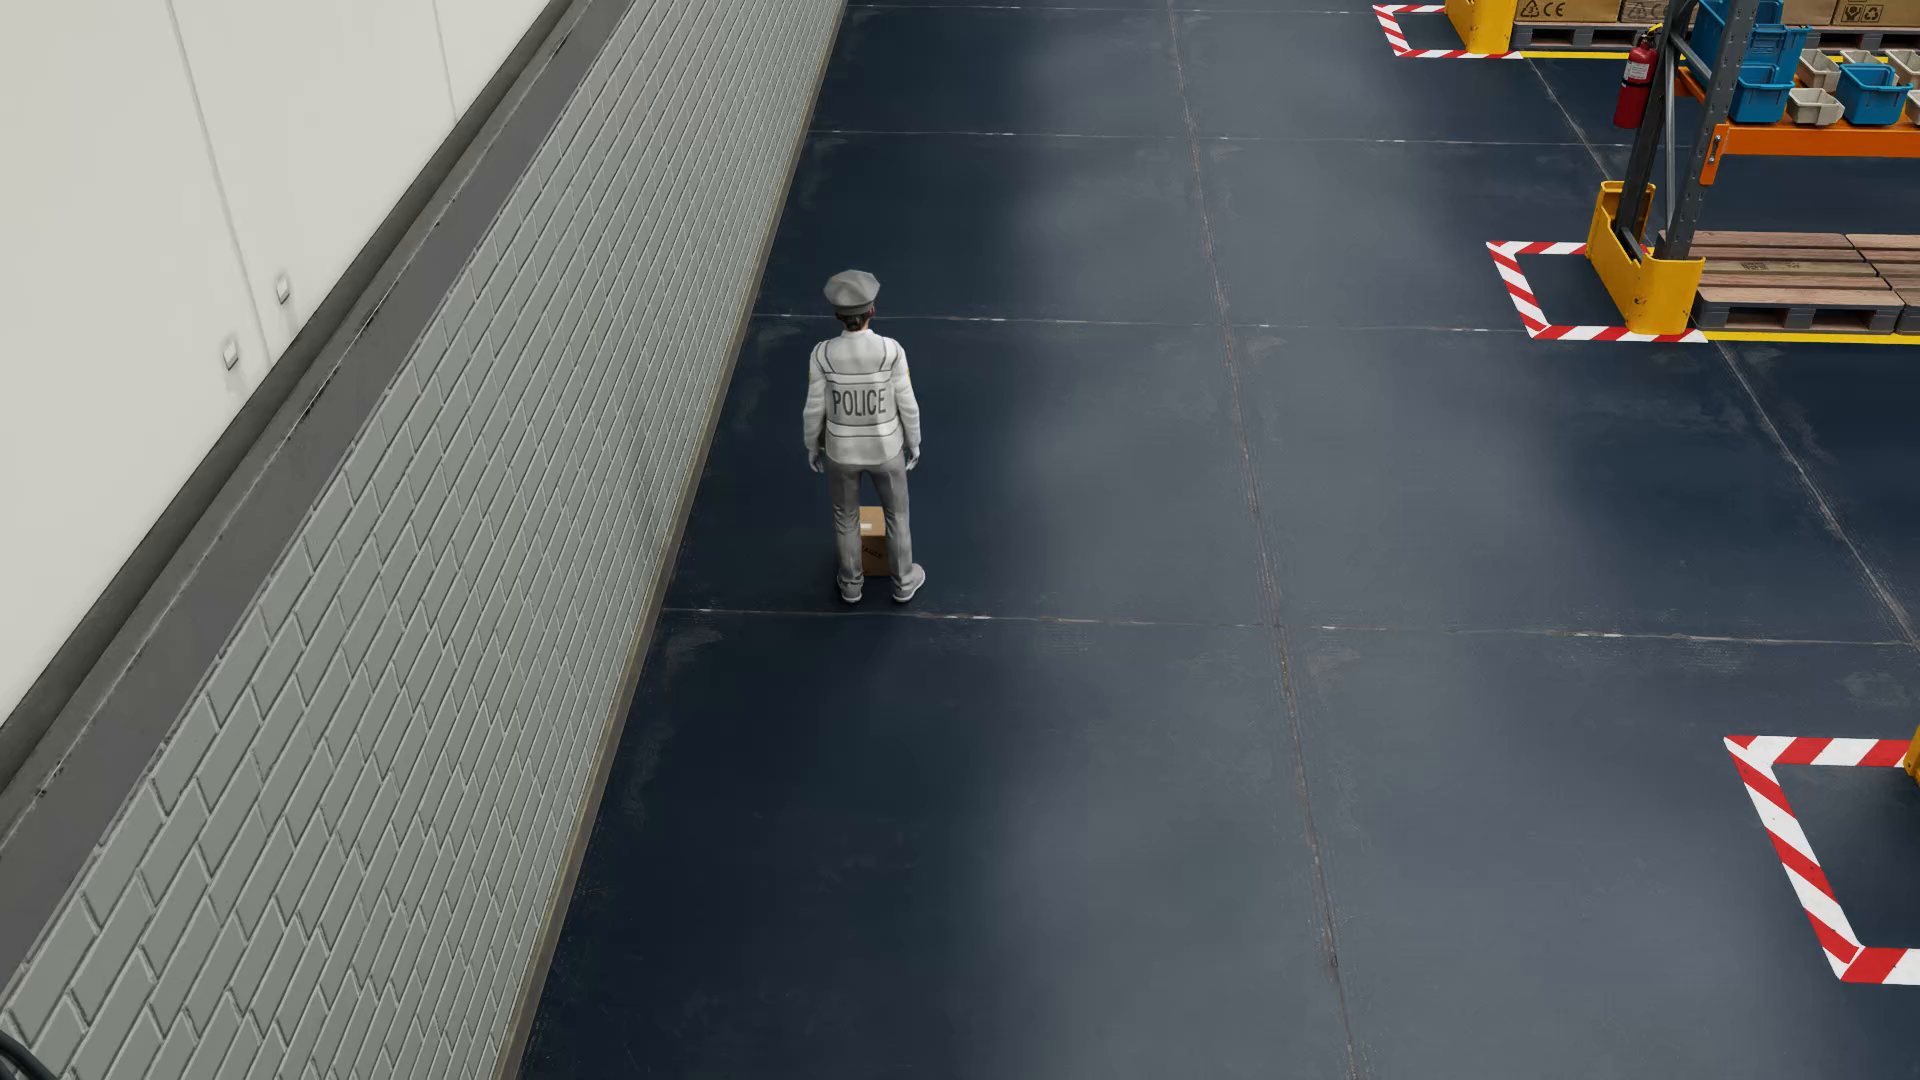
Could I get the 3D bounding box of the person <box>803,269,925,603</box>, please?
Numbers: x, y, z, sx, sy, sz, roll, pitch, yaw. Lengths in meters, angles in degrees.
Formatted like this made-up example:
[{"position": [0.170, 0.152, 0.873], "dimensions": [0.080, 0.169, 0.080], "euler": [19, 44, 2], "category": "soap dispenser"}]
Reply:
[{"position": [-0.446, -0.426, 7.698], "dimensions": [0.546, 1.665, 0.373], "euler": [-1, 36, -1], "category": "person"}]
